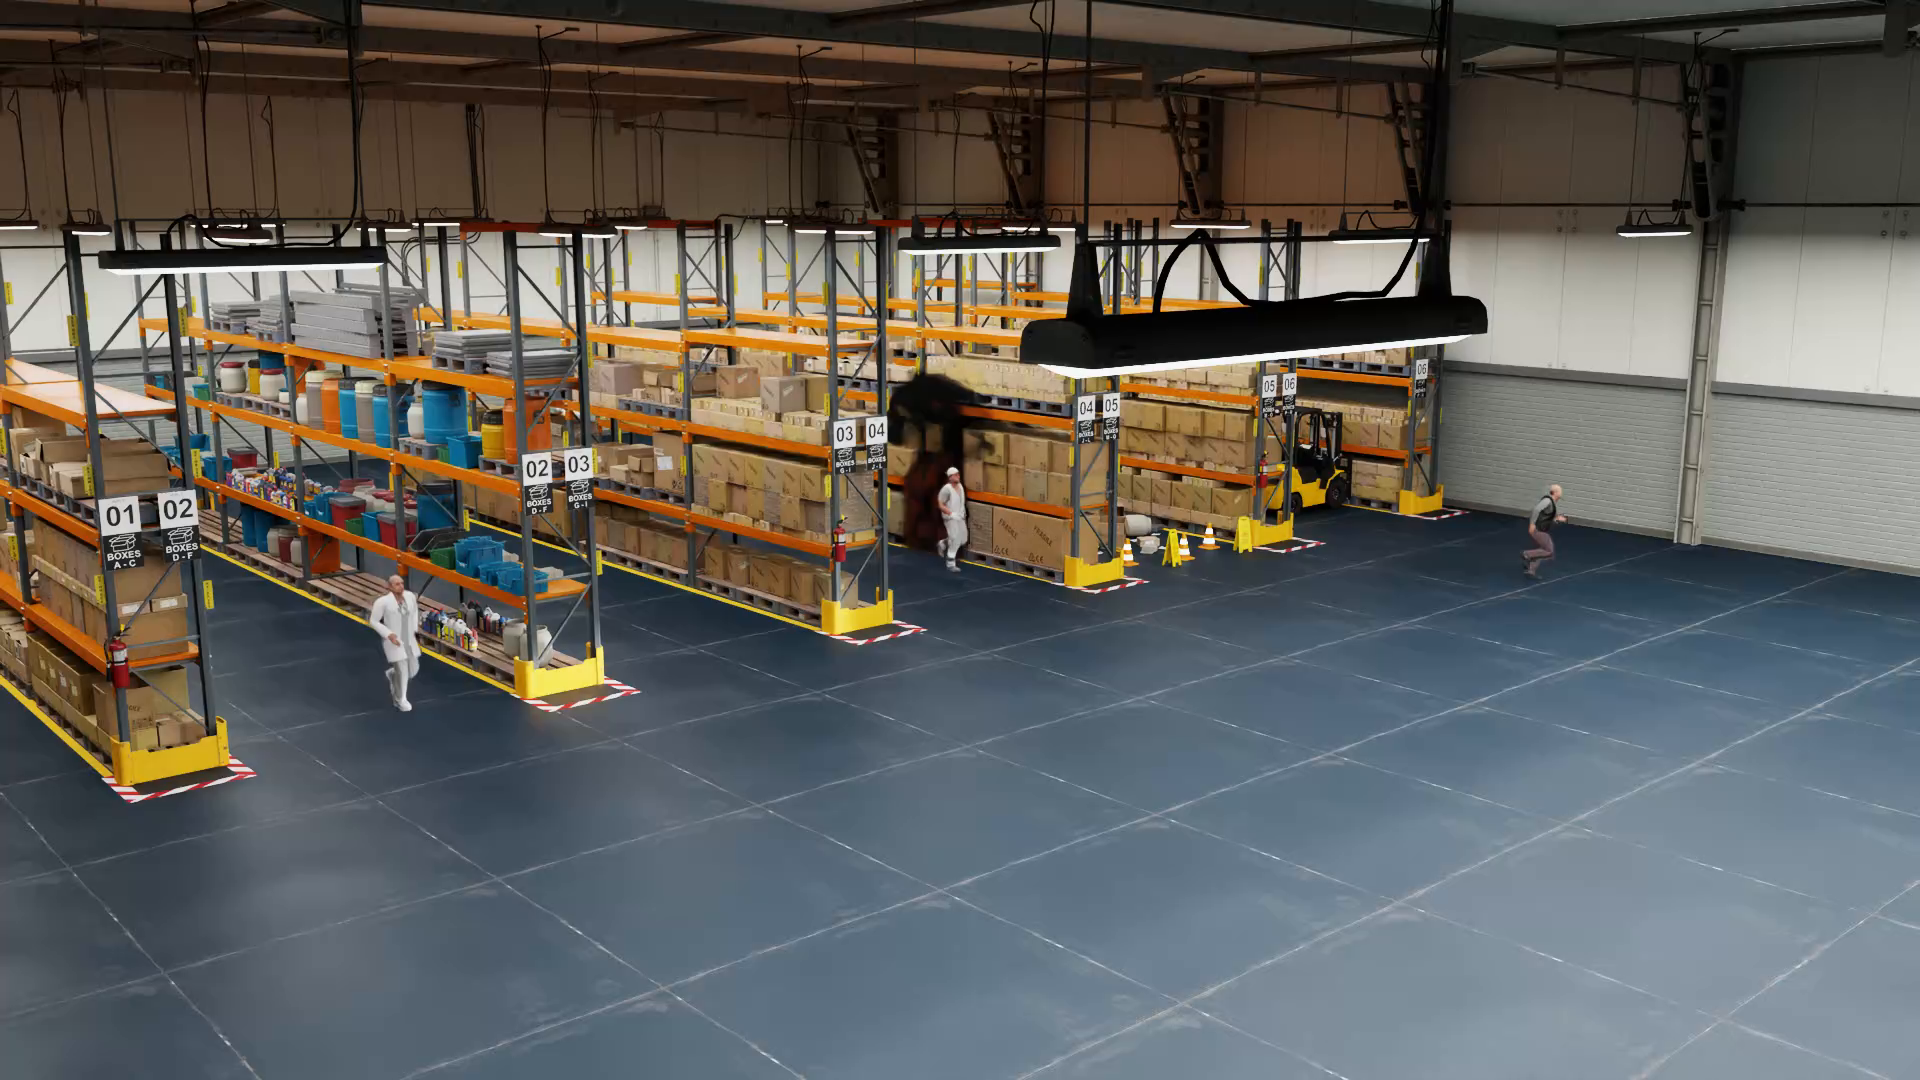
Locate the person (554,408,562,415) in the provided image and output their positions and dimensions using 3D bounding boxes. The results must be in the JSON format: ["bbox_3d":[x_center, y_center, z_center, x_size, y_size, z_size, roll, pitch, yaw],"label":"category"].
[{"bbox_3d":[-9.485,-2.294,39.154,0.668,1.616,0.804,-1,11,-6],"label":"person"}]

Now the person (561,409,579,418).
[{"bbox_3d":[-9.587,-2.684,40.710,0.577,1.665,0.702,1,11,3],"label":"person"}]

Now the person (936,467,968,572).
[{"bbox_3d":[-0.140,-0.355,27.754,0.677,1.762,0.670,9,14,37],"label":"person"}]

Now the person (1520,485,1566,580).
[{"bbox_3d":[9.983,-0.137,28.446,0.721,1.652,0.646,3,12,13],"label":"person"}]

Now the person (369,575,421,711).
[{"bbox_3d":[-7.161,1.281,21.131,0.708,1.741,0.707,9,15,38],"label":"person"}]
